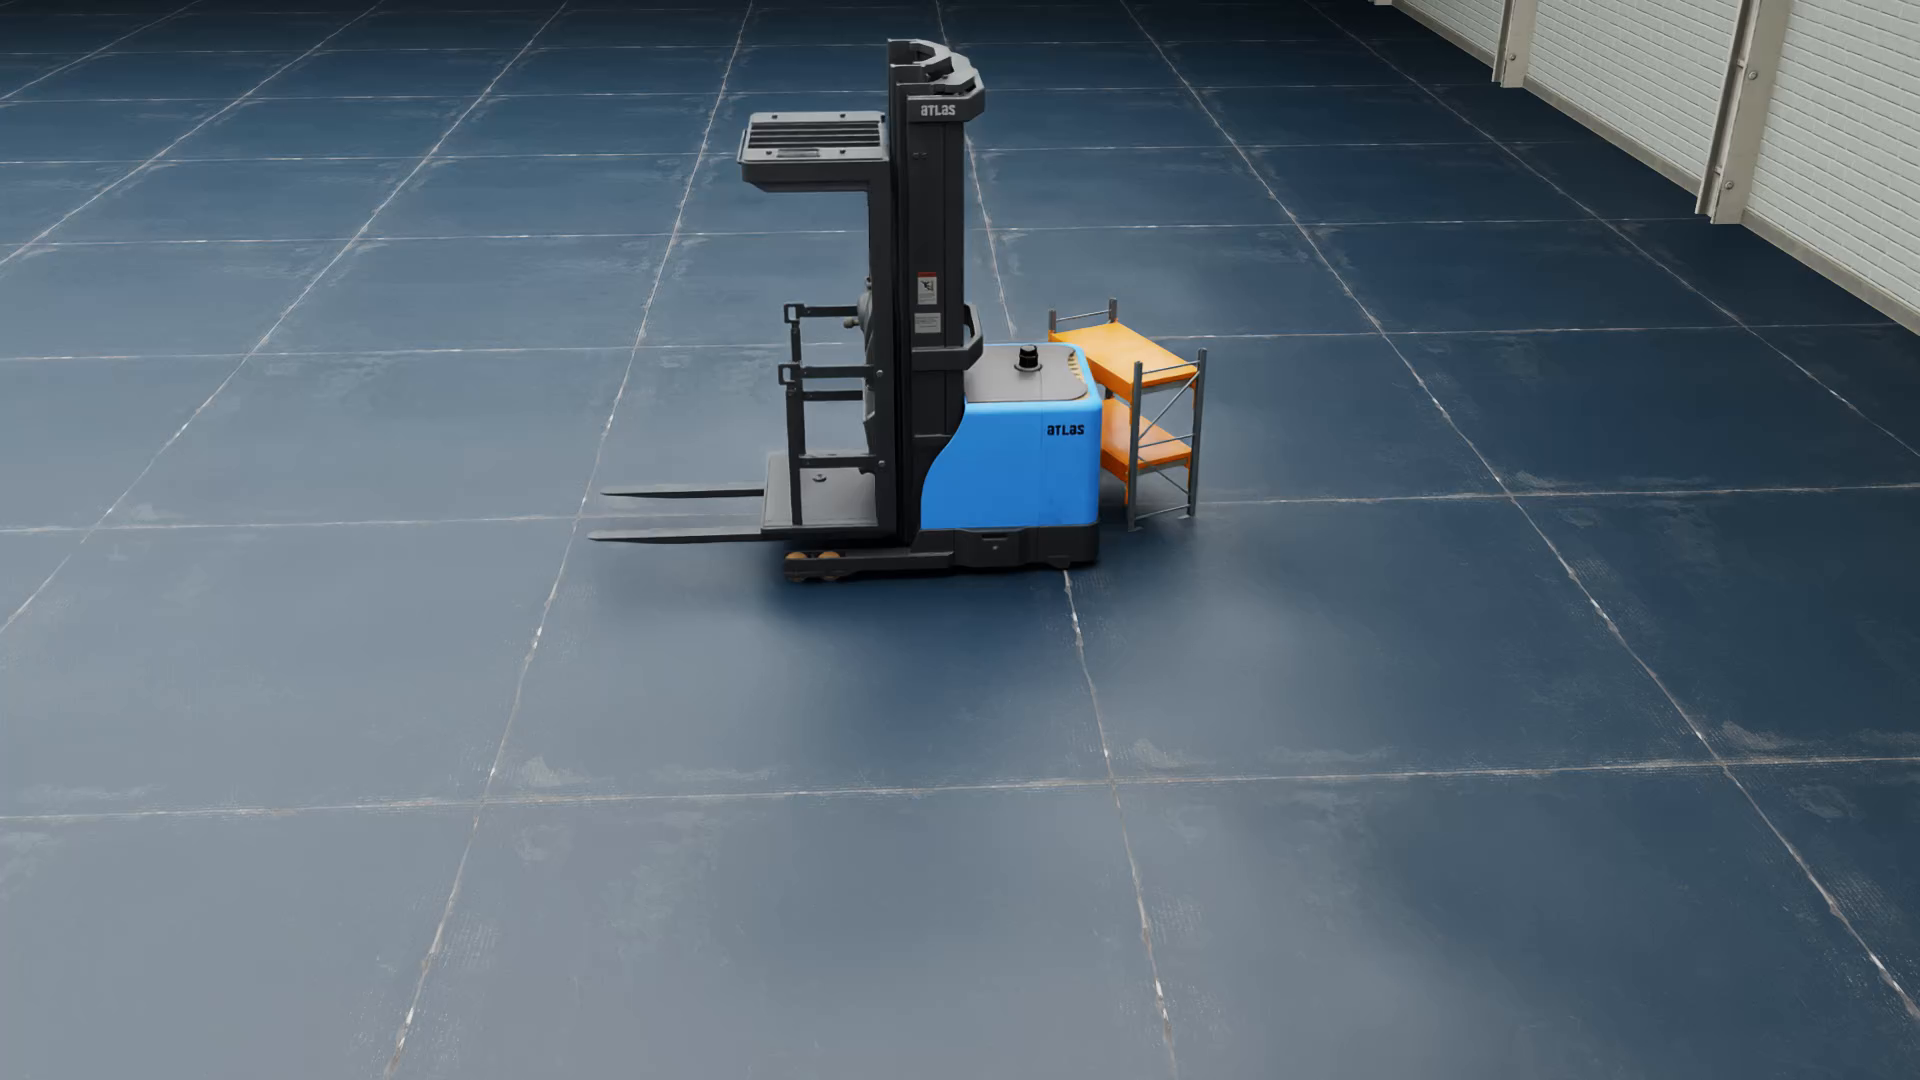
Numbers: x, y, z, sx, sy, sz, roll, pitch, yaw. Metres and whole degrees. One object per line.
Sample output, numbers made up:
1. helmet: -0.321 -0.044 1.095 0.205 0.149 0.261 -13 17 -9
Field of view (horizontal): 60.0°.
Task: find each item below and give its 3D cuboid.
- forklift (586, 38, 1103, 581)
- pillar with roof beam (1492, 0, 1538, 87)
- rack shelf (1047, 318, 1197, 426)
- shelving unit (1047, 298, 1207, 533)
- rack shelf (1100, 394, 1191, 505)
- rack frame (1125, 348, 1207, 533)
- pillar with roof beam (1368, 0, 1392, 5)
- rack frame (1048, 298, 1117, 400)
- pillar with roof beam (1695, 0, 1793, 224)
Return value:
1. forklift: -0.710 -1.310 9.592 3.031 2.935 1.130 -2 28 -3
2. pillar with roof beam: 2.829 -9.816 19.340 9.100 9.000 0.400 -1 28 -3
3. rack shelf: 1.027 -1.071 10.454 0.538 0.278 1.000 -13 30 -24
4. shelving unit: 1.027 -0.811 10.589 0.538 1.125 1.048 -13 30 -24
5. rack shelf: 1.027 -0.595 10.702 0.538 0.278 1.000 -13 30 -24
6. rack frame: 1.260 -0.602 10.189 0.500 1.125 0.032 -13 30 -24
7. pillar with roof beam: 2.516 -12.587 24.652 9.100 9.000 0.400 -1 28 -3
8. rack frame: 0.794 -1.020 10.990 0.500 1.125 0.032 -13 30 -24
9. pillar with roof beam: 3.142 -7.045 14.027 9.100 9.000 0.400 -1 28 -3
